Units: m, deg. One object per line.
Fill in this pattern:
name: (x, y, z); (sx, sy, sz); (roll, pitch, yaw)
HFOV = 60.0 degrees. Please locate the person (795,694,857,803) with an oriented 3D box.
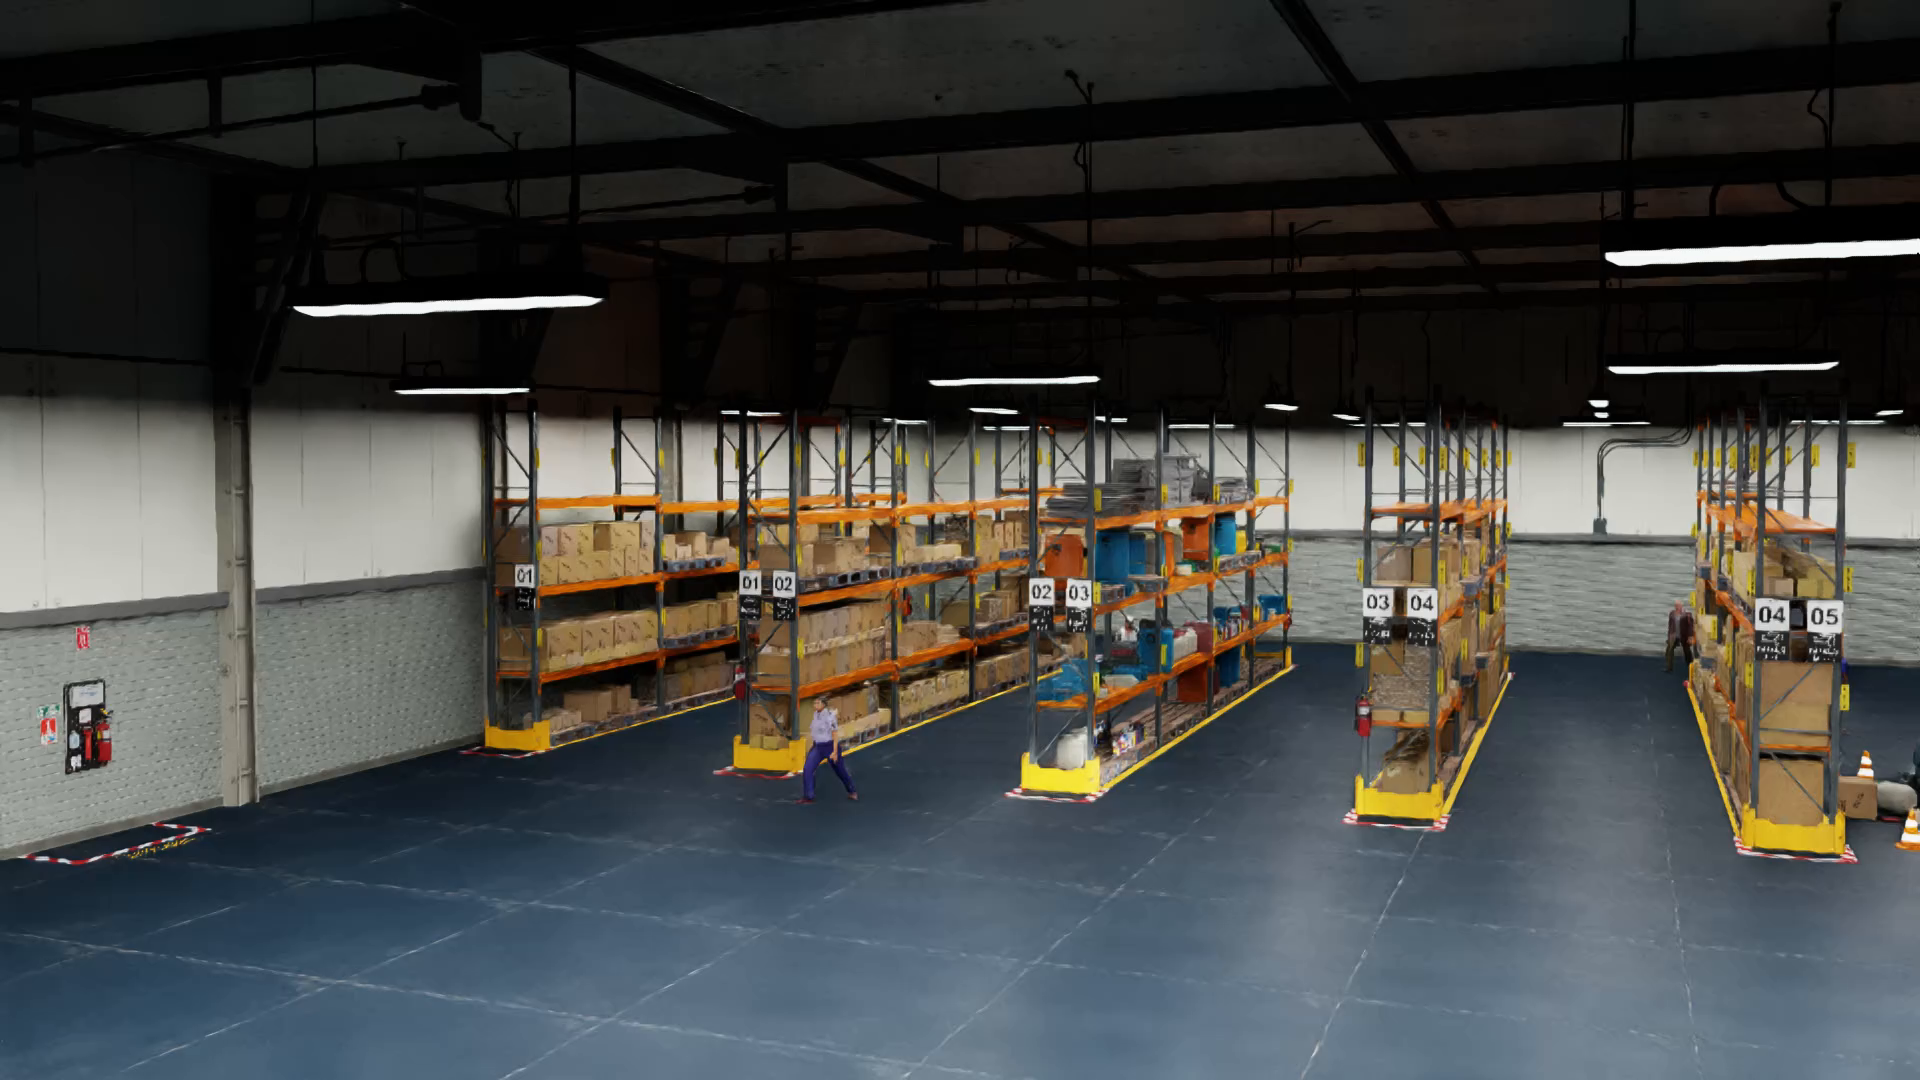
person: (-1.916, 3.017, 24.128); (0.524, 1.584, 0.946); (3, 4, 43)

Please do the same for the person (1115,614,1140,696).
person: (3.557, 2.420, 34.889); (0.671, 1.741, 0.547); (1, 3, 20)

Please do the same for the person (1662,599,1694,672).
person: (16.838, 2.228, 38.875); (0.630, 1.722, 1.045); (2, 4, 41)

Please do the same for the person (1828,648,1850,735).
person: (15.914, 2.675, 30.125); (0.422, 1.663, 0.502); (-1, 3, -10)
